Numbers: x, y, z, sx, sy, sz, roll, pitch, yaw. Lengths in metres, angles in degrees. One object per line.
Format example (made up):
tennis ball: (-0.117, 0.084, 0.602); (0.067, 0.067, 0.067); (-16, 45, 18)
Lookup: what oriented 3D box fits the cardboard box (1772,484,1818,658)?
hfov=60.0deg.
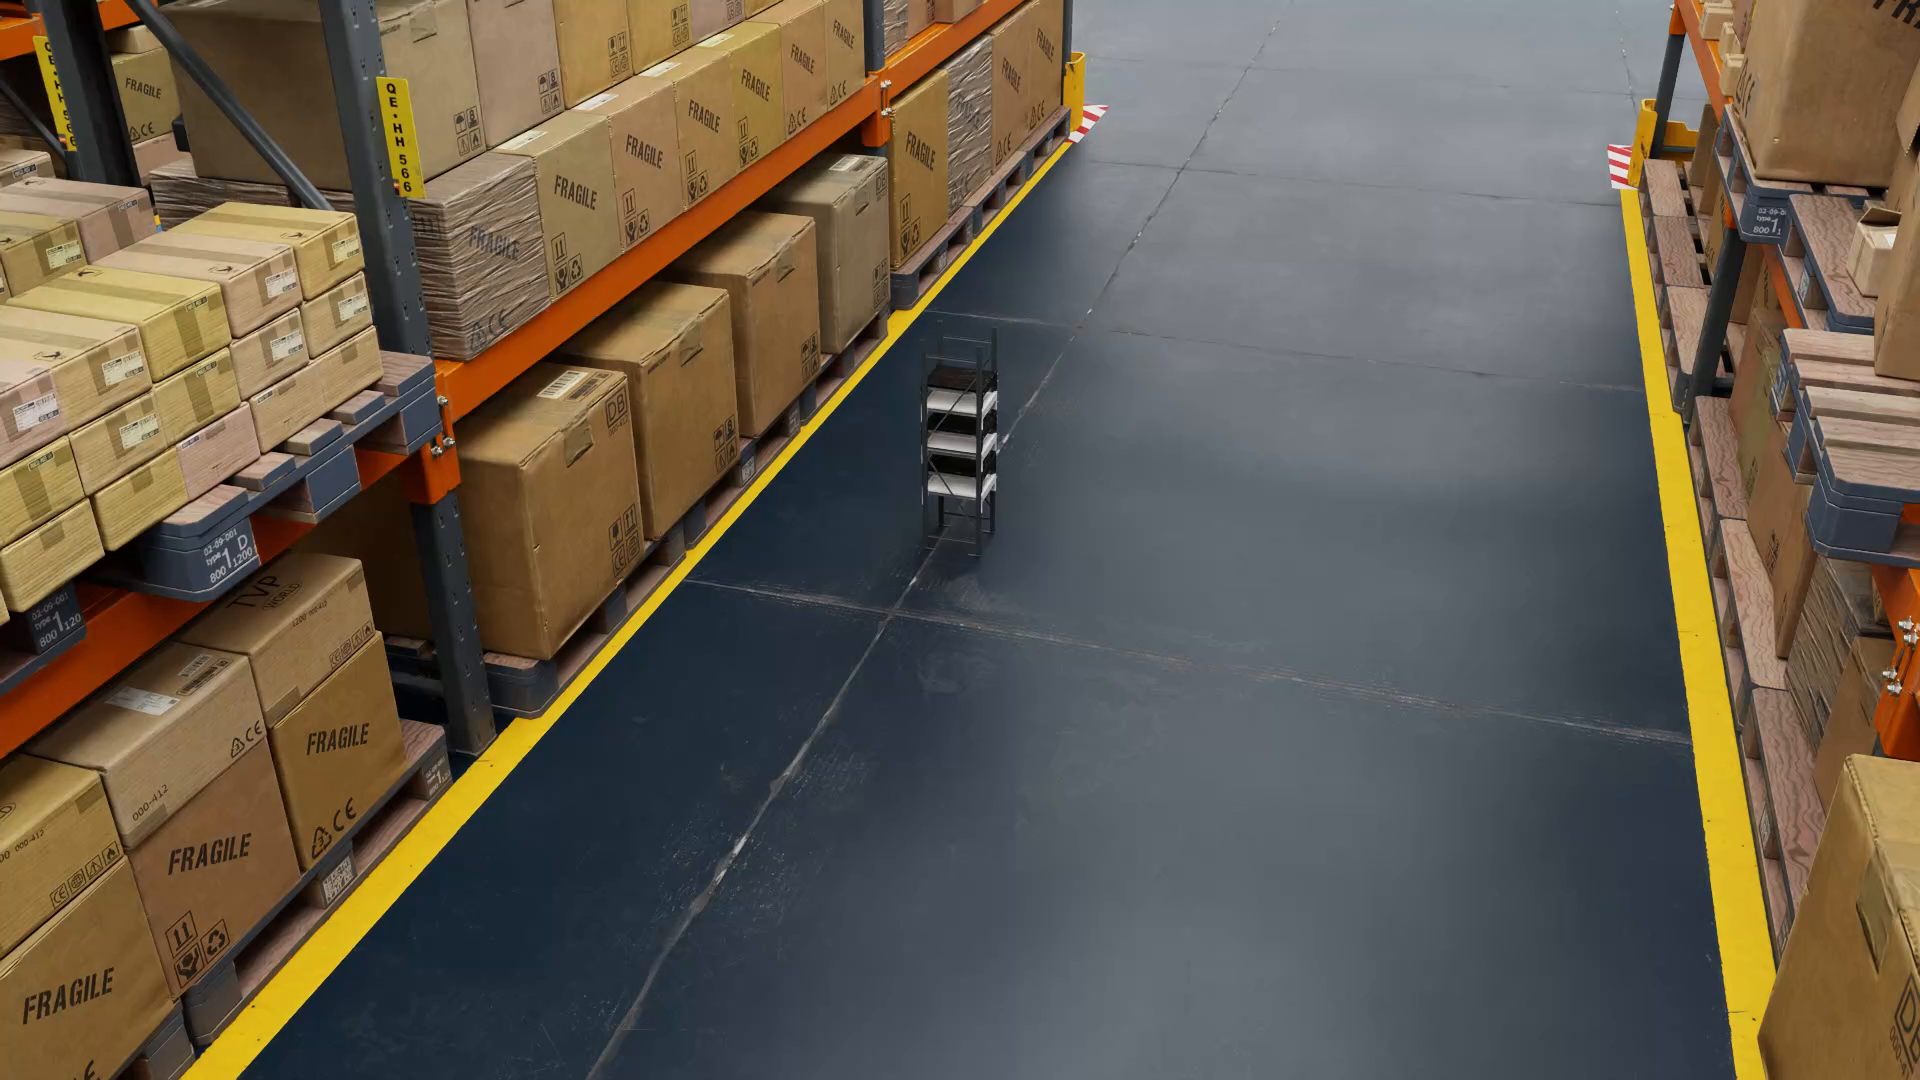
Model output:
cardboard box: (3.159, 0.126, 5.557); (0.700, 0.500, 0.500); (11, 31, 19)

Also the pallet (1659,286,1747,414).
pallet: (4.008, -0.894, 8.139); (1.003, 0.211, 1.213); (8, 30, 15)

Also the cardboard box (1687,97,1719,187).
cardboard box: (4.820, -2.457, 10.221); (0.500, 0.500, 0.500); (14, 32, 24)

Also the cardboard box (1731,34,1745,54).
cardboard box: (4.041, -2.401, 8.239); (0.380, 0.149, 0.250); (8, 30, 15)

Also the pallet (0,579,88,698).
pallet: (-2.583, 0.319, 3.289); (1.003, 0.211, 1.213); (8, 30, 15)

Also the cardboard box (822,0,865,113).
cardboard box: (-0.765, -2.313, 7.719); (0.500, 0.500, 0.500); (8, 30, 15)

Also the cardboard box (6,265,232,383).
cardboard box: (-1.899, -0.493, 3.766); (0.380, 0.149, 0.250); (9, 30, 16)

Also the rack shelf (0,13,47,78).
rack shelf: (-6.216, -1.965, 7.937); (1.077, 0.370, 4.000); (8, 30, 15)

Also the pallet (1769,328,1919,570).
pallet: (2.778, -0.199, 4.219); (1.213, 0.211, 1.003); (8, 30, 15)

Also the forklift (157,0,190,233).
forklift: (-2.975, -2.209, 7.705); (1.130, 2.935, 3.031); (-3, 29, -6)

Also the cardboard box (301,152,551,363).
cardboard box: (-1.651, -0.905, 5.188); (0.500, 0.500, 0.500); (9, 30, 15)

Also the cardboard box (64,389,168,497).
cardboard box: (-1.976, -0.237, 3.611); (0.380, 0.149, 0.250); (9, 30, 15)

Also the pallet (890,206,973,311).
pallet: (-0.569, -1.673, 9.541); (1.003, 0.211, 1.213); (8, 30, 15)

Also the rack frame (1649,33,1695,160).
rack frame: (5.019, -3.654, 10.233); (1.000, 3.000, 0.127); (8, 30, 15)

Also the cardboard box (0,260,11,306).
cardboard box: (-2.514, -0.599, 3.955); (0.380, 0.149, 0.250); (8, 30, 15)

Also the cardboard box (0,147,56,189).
cardboard box: (-5.780, -2.000, 9.531); (0.950, 0.372, 0.625); (9, 30, 16)

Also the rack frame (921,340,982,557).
rack frame: (-0.032, -0.342, 6.440); (0.240, 0.900, 0.006); (8, 30, 15)

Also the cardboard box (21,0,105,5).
cardboard box: (-5.229, -3.200, 9.675); (0.380, 0.149, 0.250); (8, 30, 15)

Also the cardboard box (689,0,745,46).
cardboard box: (-1.305, -2.325, 6.712); (0.700, 0.500, 0.500); (9, 30, 15)

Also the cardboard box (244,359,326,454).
cardboard box: (-1.821, -0.355, 4.128); (0.380, 0.149, 0.250); (8, 30, 15)

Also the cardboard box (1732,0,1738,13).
cardboard box: (4.453, -2.870, 8.414); (0.875, 0.500, 0.500); (8, 30, 15)

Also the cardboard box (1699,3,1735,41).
cardboard box: (4.174, -2.763, 8.889); (0.380, 0.149, 0.250); (8, 30, 15)

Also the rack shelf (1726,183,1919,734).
rack shelf: (3.258, -0.551, 5.395); (1.077, 0.370, 4.000); (8, 30, 15)

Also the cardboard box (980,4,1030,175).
cardboard box: (-0.085, -2.930, 10.685); (0.875, 0.875, 0.875); (8, 30, 14)

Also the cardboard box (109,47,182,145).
cardboard box: (-5.197, -2.754, 10.241); (0.500, 0.500, 0.500); (10, 31, 17)

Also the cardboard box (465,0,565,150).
cardboard box: (-1.753, -1.614, 5.434); (0.700, 0.500, 0.500); (8, 30, 14)

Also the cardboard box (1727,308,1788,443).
cardboard box: (3.644, -0.613, 6.885); (0.700, 0.500, 0.500); (6, 30, 11)

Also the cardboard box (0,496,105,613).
cardboard box: (-2.050, 0.006, 3.481); (0.380, 0.149, 0.250); (7, 30, 13)

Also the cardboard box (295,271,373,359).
cardboard box: (-1.751, -0.600, 4.264); (0.380, 0.149, 0.250); (9, 30, 16)

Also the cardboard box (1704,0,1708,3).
cardboard box: (4.474, -3.099, 9.494); (0.380, 0.149, 0.250); (8, 30, 15)

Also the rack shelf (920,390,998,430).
rack shelf: (-0.002, -0.518, 6.453); (0.258, 0.077, 0.200); (8, 30, 15)

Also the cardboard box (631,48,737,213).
cardboard box: (-1.208, -1.607, 6.450); (0.500, 0.500, 0.500); (8, 30, 14)

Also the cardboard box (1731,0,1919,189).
cardboard box: (3.478, -1.891, 6.016); (1.000, 1.000, 1.000); (9, 30, 15)

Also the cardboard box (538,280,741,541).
cardboard box: (-1.523, -0.568, 6.568); (1.050, 0.750, 0.750); (9, 30, 16)

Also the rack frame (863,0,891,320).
rack frame: (-0.867, -2.550, 8.248); (1.000, 3.000, 0.127); (8, 30, 15)

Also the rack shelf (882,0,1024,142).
rack shelf: (-0.280, -3.165, 10.094); (1.077, 0.370, 4.000); (8, 30, 15)

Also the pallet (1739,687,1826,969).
pallet: (2.902, 0.919, 4.880); (1.003, 0.211, 1.213); (8, 30, 15)

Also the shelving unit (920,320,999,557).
shelving unit: (-0.002, -0.389, 6.524); (0.258, 0.900, 0.210); (8, 30, 15)

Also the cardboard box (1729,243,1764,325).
cardboard box: (4.161, -1.334, 8.201); (0.500, 0.500, 0.500); (19, 34, 30)

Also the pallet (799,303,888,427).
pallet: (-1.021, -0.962, 8.262); (1.003, 0.211, 1.213); (8, 30, 15)

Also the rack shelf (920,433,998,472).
rack shelf: (-0.002, -0.360, 6.541); (0.258, 0.077, 0.200); (8, 30, 15)

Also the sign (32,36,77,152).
sign: (-2.573, -1.275, 4.765); (0.100, 0.325, 0.005); (8, 30, 15)

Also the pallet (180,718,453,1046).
pallet: (-2.272, 0.891, 4.932); (1.003, 0.211, 1.213); (8, 30, 15)

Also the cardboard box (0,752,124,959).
cardboard box: (-2.293, 0.716, 3.746); (0.500, 0.250, 0.500); (9, 30, 16)

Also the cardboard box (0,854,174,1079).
cardboard box: (-2.280, 1.050, 3.916); (0.500, 0.500, 0.500); (7, 30, 13)

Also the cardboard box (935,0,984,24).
cardboard box: (-0.359, -3.281, 9.409); (0.875, 0.550, 0.550); (8, 30, 15)

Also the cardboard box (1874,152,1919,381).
cardboard box: (2.859, -0.694, 4.377); (0.700, 0.500, 0.500); (13, 32, 22)
